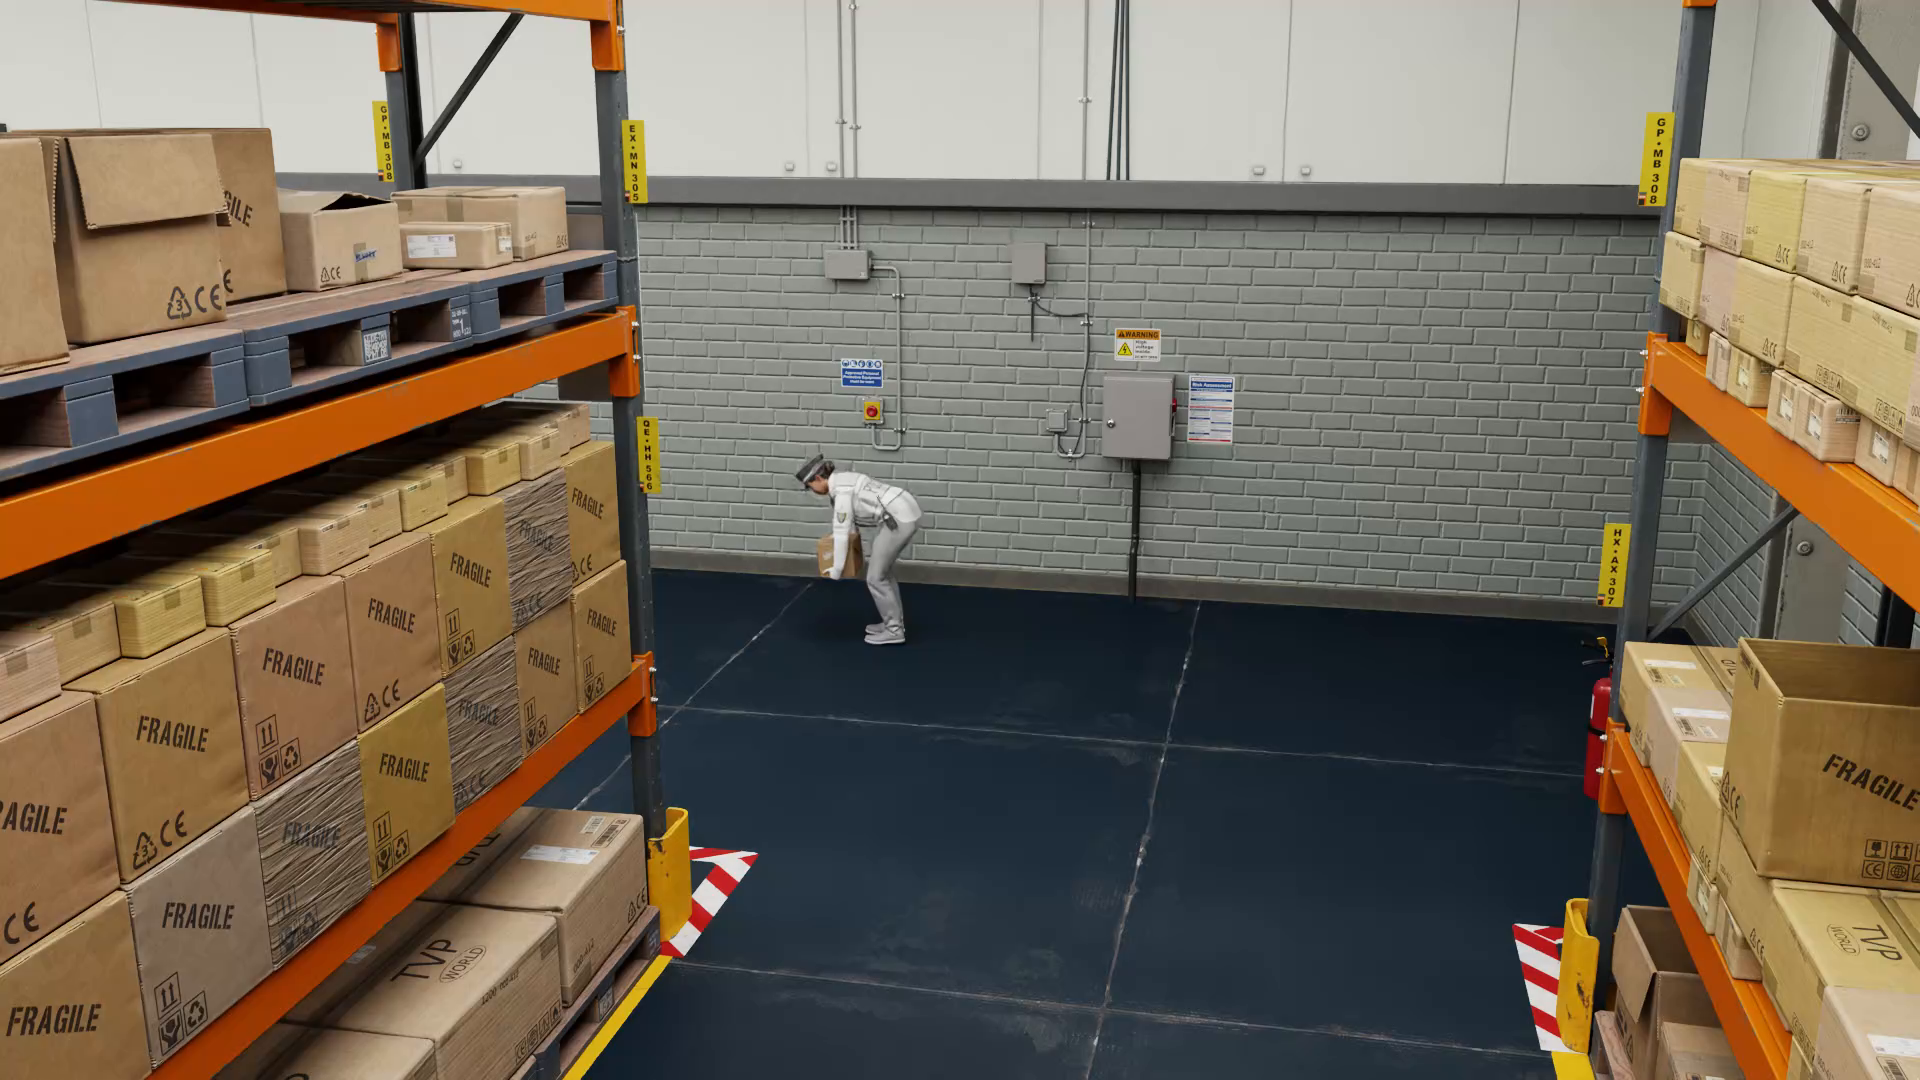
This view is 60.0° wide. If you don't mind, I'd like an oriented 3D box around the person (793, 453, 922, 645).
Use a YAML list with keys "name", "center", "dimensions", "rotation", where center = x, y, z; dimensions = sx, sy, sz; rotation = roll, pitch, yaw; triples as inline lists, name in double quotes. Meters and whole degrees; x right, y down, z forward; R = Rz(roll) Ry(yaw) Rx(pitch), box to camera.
- name: "person"
  center: [-0.711, 0.052, 11.529]
  dimensions: [0.887, 1.306, 0.402]
  rotation: [3, 15, 10]
